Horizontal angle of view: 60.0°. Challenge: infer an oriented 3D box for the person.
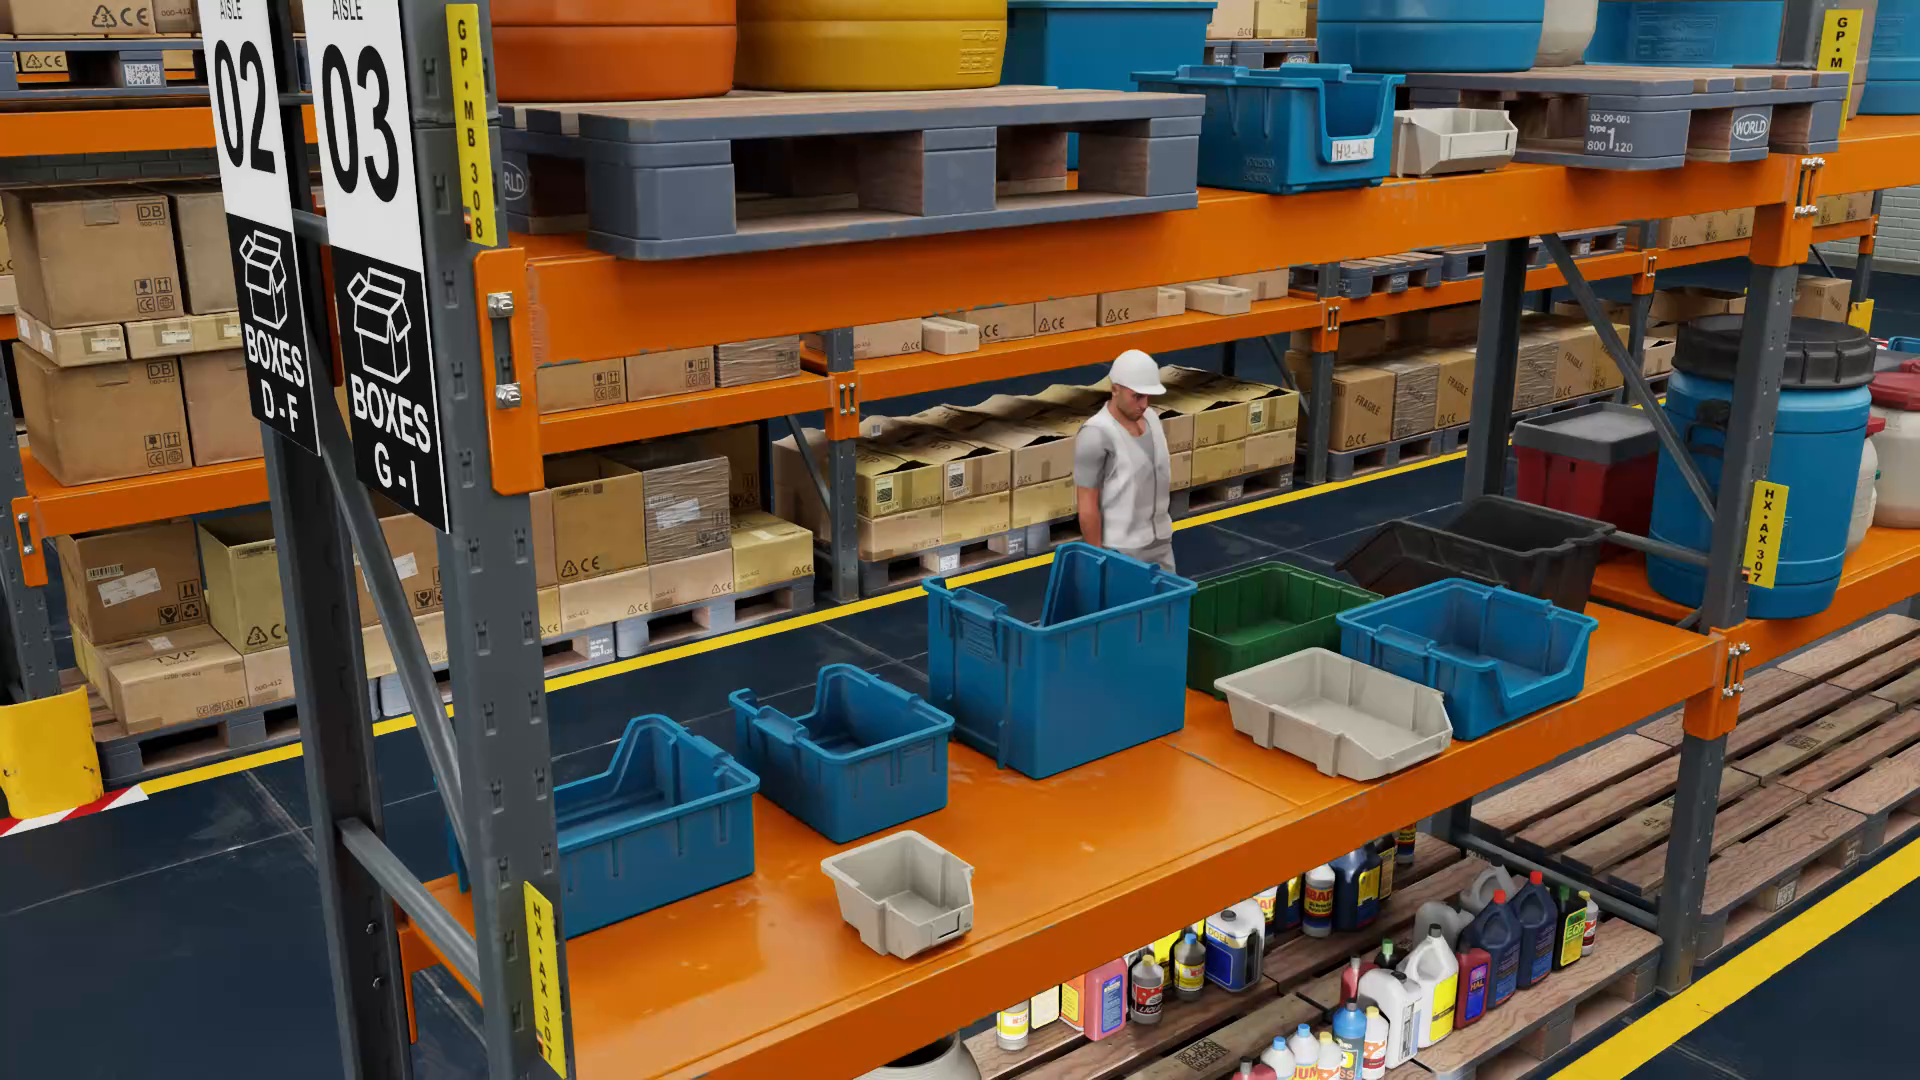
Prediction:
[{"bbox_3d":[0.789,0.056,7.284,0.577,1.803,0.455,-16,23,-40],"label":"person"}]
